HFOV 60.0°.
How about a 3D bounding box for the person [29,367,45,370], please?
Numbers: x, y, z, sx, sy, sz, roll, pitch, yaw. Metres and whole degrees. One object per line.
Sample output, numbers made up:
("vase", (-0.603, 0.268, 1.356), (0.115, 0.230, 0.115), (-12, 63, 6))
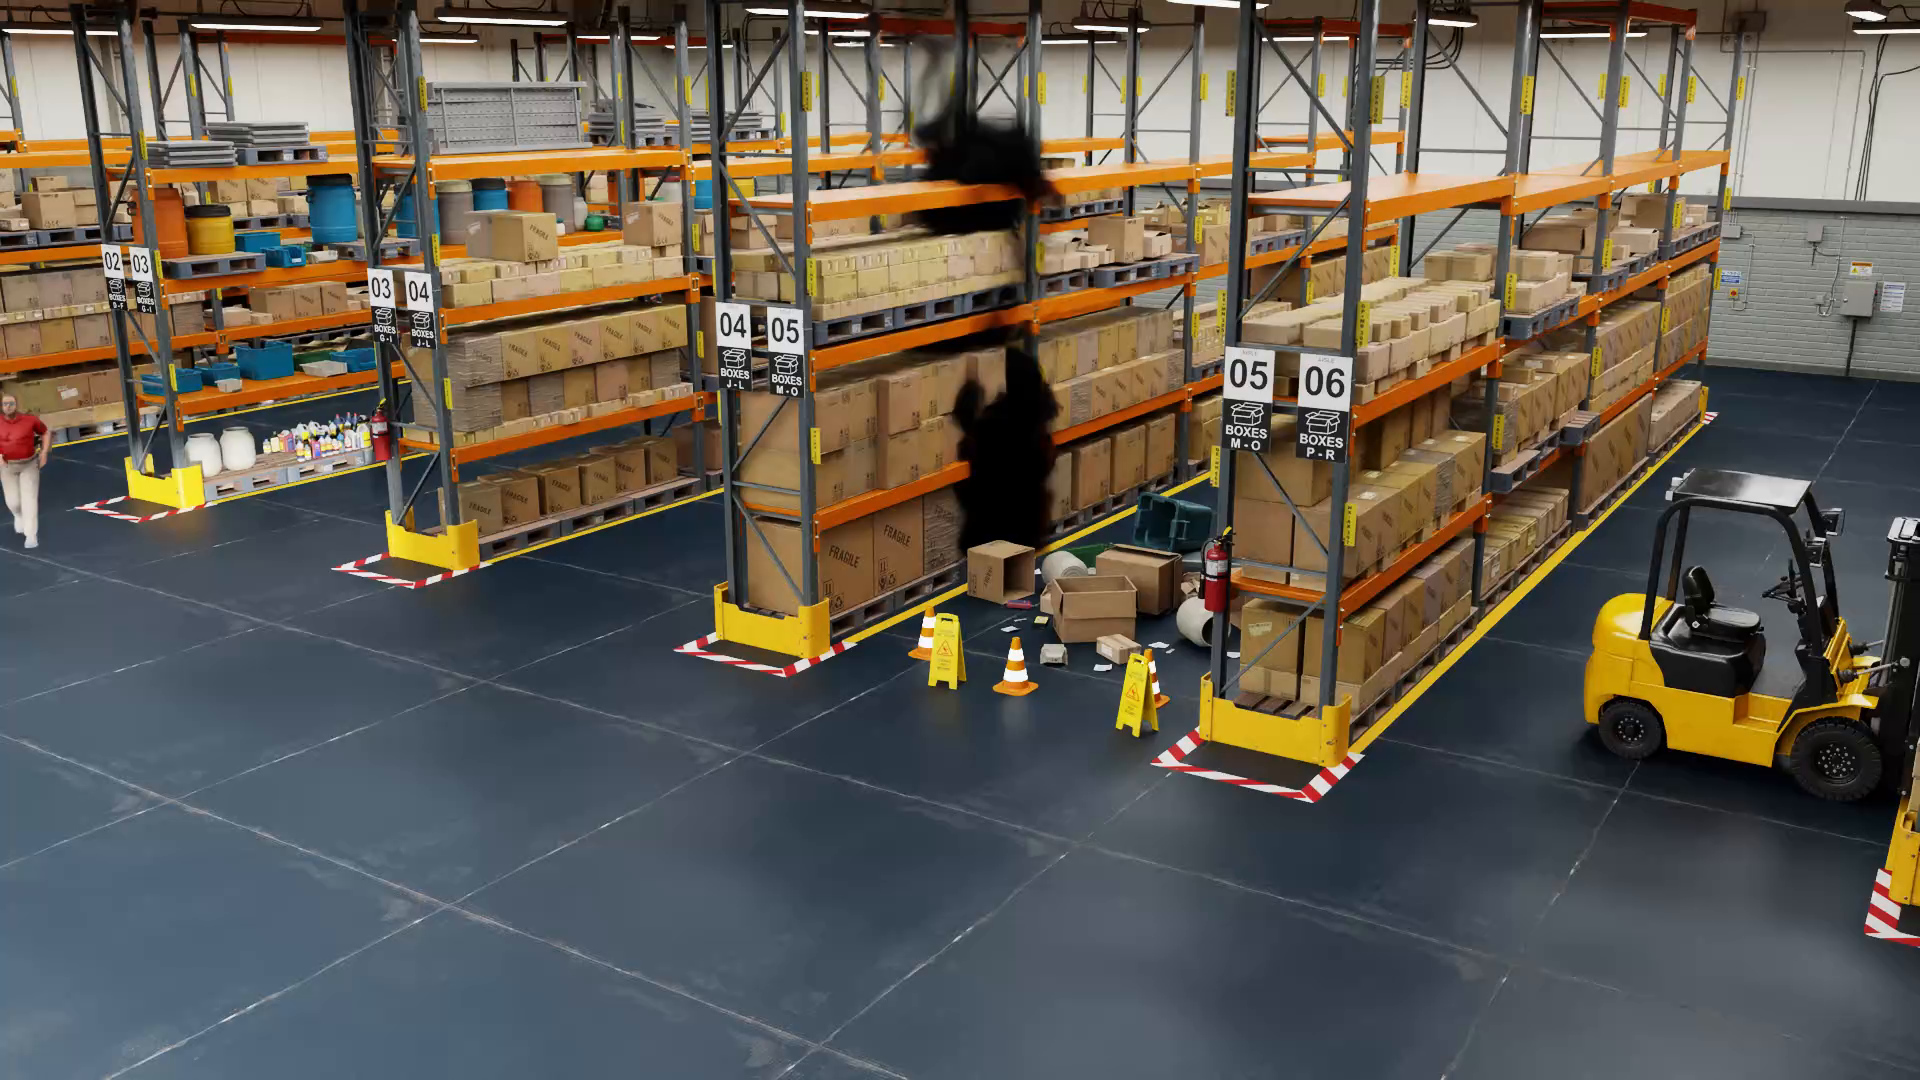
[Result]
("person", (-14.435, -2.722, 25.873), (0.596, 1.690, 0.614), (8, 17, 26))

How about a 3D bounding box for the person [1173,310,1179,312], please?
("person", (3.508, -2.866, 26.470), (0.570, 1.669, 0.882), (7, 17, 24))

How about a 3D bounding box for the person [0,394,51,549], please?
("person", (-10.741, -0.788, 19.032), (0.689, 1.661, 0.795), (-7, 17, -22))
